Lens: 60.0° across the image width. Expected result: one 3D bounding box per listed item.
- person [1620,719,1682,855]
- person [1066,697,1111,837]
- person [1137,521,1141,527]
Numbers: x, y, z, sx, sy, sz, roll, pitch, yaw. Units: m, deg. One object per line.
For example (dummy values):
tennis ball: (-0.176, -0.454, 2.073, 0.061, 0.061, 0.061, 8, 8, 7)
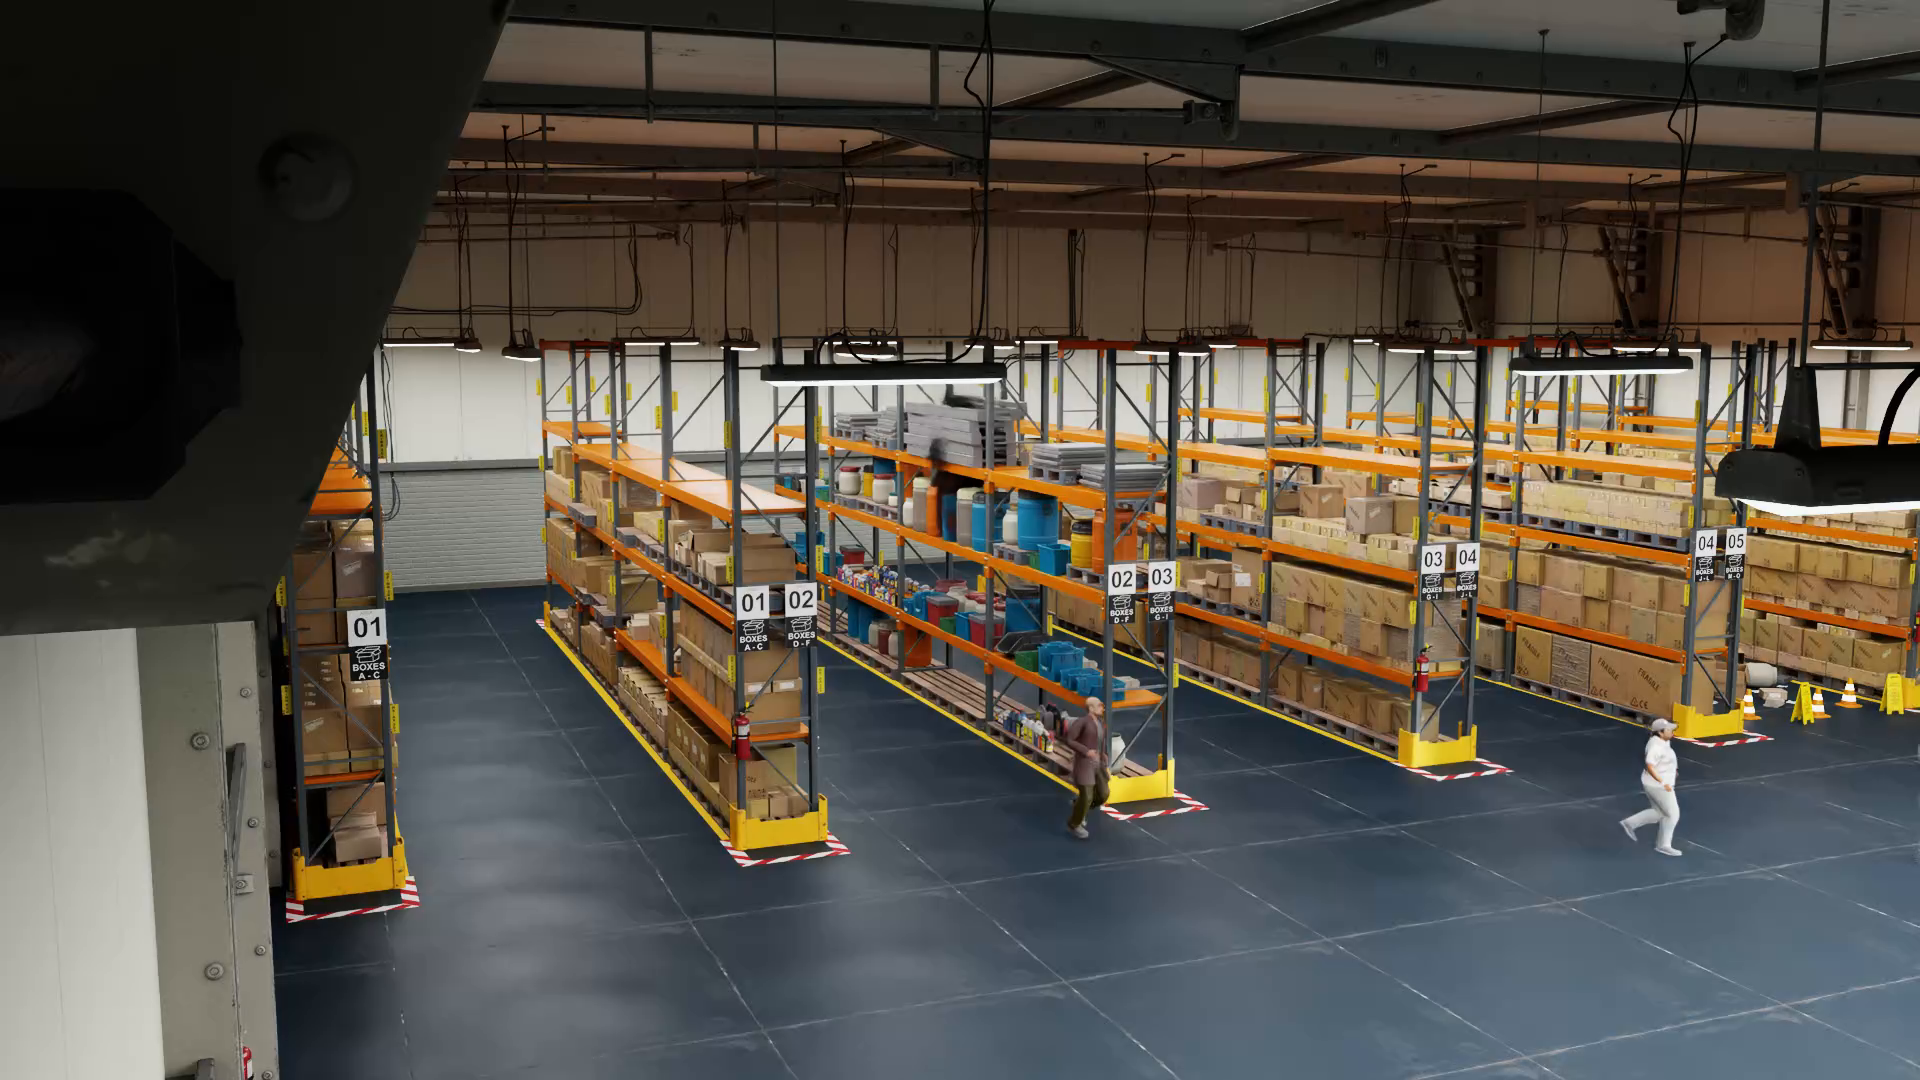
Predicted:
person: (8.321, 2.947, 19.950, 0.705, 1.660, 0.602, 2, 8, 15)
person: (1.639, 2.806, 20.748, 0.714, 1.703, 0.599, -7, 10, -44)
person: (4.049, 0.393, 39.397, 0.753, 1.649, 0.544, 1, 7, 8)
